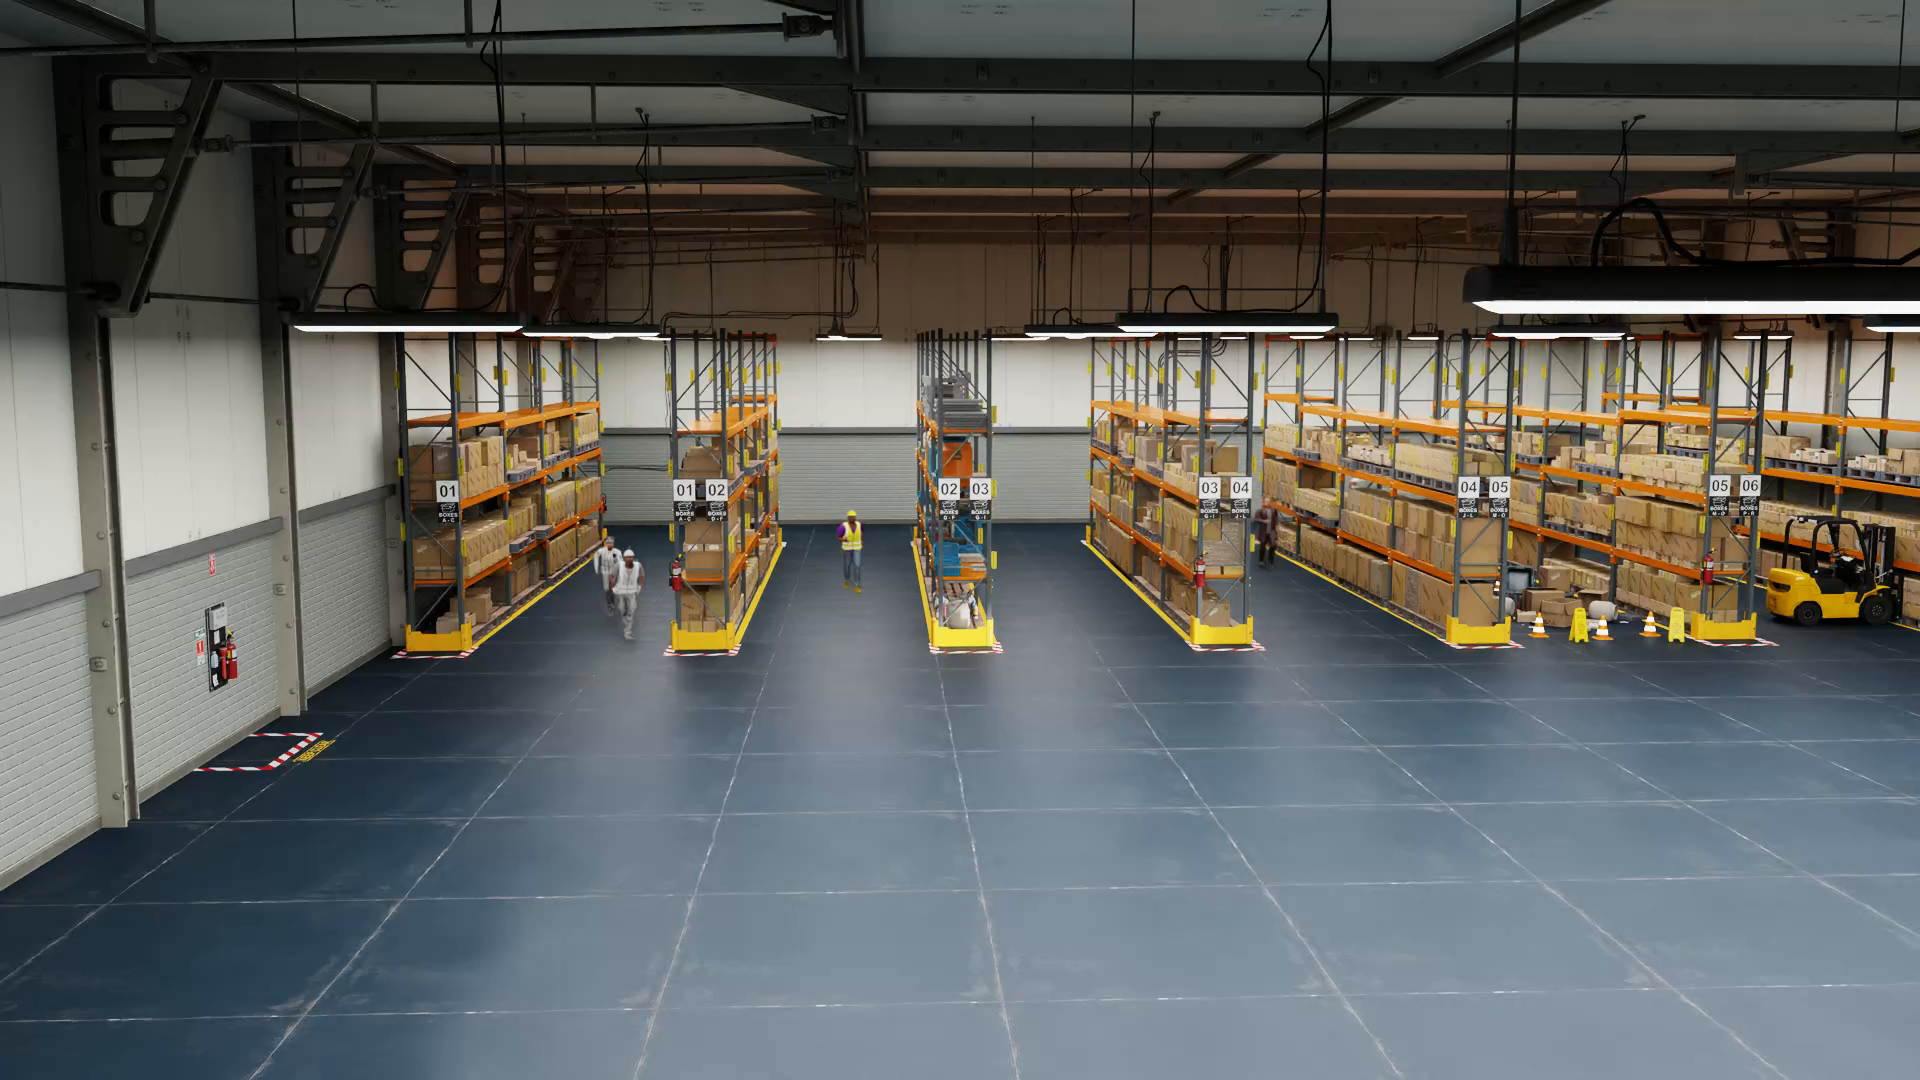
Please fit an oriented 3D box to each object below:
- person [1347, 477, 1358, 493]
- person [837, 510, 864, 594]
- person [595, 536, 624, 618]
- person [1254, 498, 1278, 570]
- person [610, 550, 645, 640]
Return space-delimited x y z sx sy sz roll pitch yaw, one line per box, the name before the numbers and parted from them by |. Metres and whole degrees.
person | 11.600 -0.974 49.156 0.957 1.770 0.651 0 7 -2
person | -2.396 0.239 36.556 0.640 1.812 0.837 -1 7 -11
person | -7.397 0.760 35.147 0.636 1.723 0.829 -1 7 -10
person | 7.826 -0.154 42.464 0.708 1.856 0.838 -1 7 -5
person | -6.519 1.041 32.610 0.688 1.757 0.891 -2 7 -15
